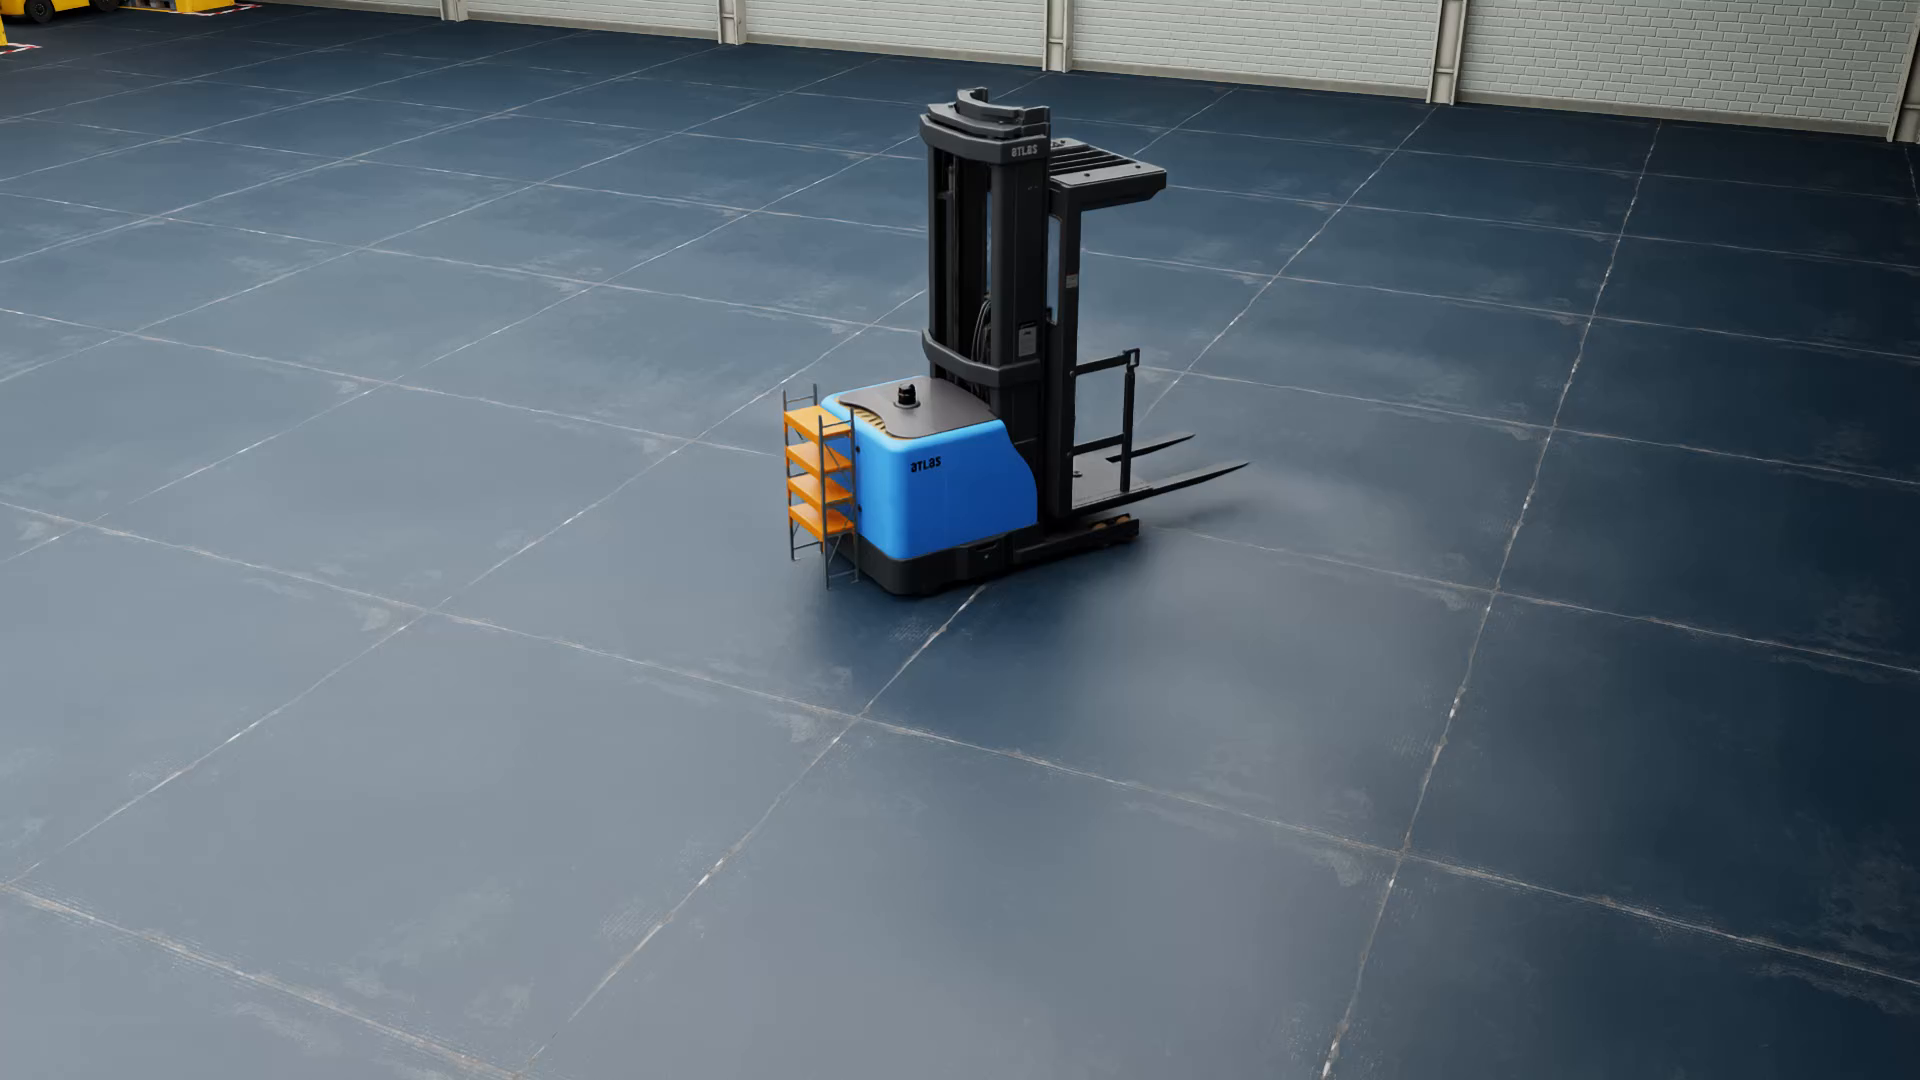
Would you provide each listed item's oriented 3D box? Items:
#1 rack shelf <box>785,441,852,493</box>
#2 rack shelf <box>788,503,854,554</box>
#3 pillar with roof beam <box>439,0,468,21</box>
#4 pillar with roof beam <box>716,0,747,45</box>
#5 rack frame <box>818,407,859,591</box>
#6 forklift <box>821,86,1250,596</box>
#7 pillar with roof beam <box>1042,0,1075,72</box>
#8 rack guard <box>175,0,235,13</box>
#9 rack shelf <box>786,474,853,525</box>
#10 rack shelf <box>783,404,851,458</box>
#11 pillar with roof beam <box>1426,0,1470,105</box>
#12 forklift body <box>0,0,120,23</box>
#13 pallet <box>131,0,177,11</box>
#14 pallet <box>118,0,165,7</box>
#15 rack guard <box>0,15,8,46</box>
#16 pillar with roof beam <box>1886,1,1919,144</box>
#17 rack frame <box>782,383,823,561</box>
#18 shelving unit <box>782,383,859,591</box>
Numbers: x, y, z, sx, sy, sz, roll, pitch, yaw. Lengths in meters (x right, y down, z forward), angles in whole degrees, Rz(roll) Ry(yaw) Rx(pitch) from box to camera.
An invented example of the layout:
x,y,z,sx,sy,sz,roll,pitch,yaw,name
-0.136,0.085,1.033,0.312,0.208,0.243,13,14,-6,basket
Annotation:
x,y,z,sx,sy,sz,roll,pitch,yaw,name
-0.884,-0.476,10.504,0.258,0.148,0.480,-16,30,-28,rack shelf
-0.883,-0.098,10.691,0.258,0.148,0.480,-16,30,-28,rack shelf
-11.156,-11.976,25.386,0.400,9.000,9.100,11,28,22,pillar with roof beam
-5.695,-10.879,23.158,0.400,9.000,9.100,11,28,22,pillar with roof beam
-0.754,-0.244,10.388,0.240,1.200,0.015,-16,30,-28,rack frame
0.613,-1.441,10.859,3.031,2.935,1.130,-15,30,-28,forklift
-0.233,-9.782,20.930,0.400,9.000,9.100,11,28,22,pillar with roof beam
-14.554,-10.497,32.004,0.348,0.500,1.175,11,28,22,rack guard
-0.883,-0.276,10.603,0.258,0.148,0.480,-16,30,-28,rack shelf
-0.884,-0.688,10.399,0.258,0.148,0.480,-16,30,-28,rack shelf
5.229,-8.685,18.702,0.400,9.000,9.100,11,28,22,pillar with roof beam
-17.057,-10.855,30.863,1.214,2.155,2.313,11,28,22,forklift body
-15.289,-10.495,32.327,1.213,0.211,1.003,11,28,22,pallet
-16.396,-10.718,32.781,1.213,0.211,1.003,11,28,22,pallet
-16.696,-8.519,27.986,0.348,0.500,1.175,11,28,22,rack guard
10.691,-7.588,16.474,0.400,9.000,9.100,11,28,22,pillar with roof beam
-1.013,-0.427,10.759,0.240,1.200,0.015,-16,30,-28,rack frame
-0.883,-0.336,10.573,0.258,1.200,0.503,-16,30,-28,shelving unit
